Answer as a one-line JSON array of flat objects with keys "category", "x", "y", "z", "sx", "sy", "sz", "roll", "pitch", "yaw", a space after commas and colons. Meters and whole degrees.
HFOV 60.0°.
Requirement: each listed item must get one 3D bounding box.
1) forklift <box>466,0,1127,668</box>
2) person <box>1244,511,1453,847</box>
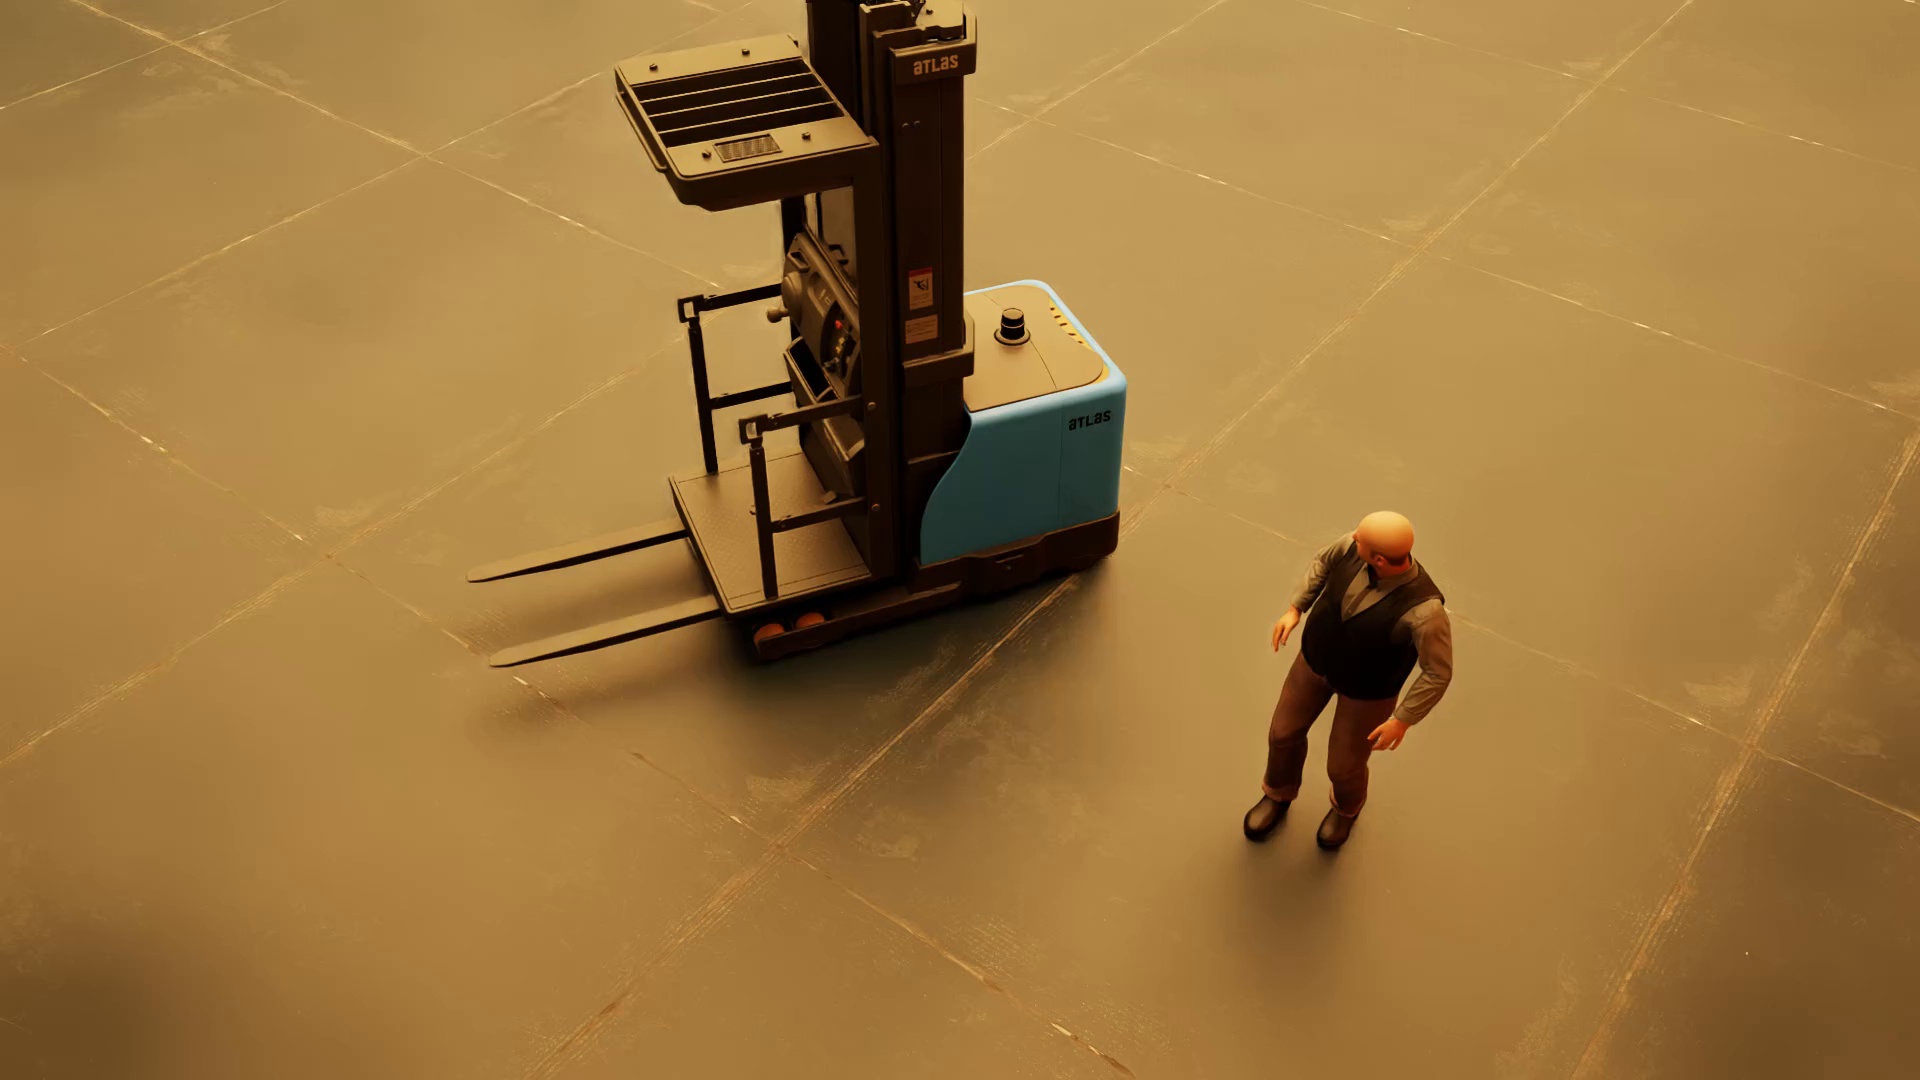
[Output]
[{"category": "forklift", "x": -0.791, "y": -0.955, "z": 7.195, "sx": 3.031, "sy": 2.935, "sz": 1.130, "roll": -15, "pitch": 43, "yaw": -17}, {"category": "person", "x": 1.489, "y": 0.557, "z": 6.376, "sx": 0.511, "sy": 1.700, "sz": 0.722, "roll": -30, "pitch": 49, "yaw": -30}]
